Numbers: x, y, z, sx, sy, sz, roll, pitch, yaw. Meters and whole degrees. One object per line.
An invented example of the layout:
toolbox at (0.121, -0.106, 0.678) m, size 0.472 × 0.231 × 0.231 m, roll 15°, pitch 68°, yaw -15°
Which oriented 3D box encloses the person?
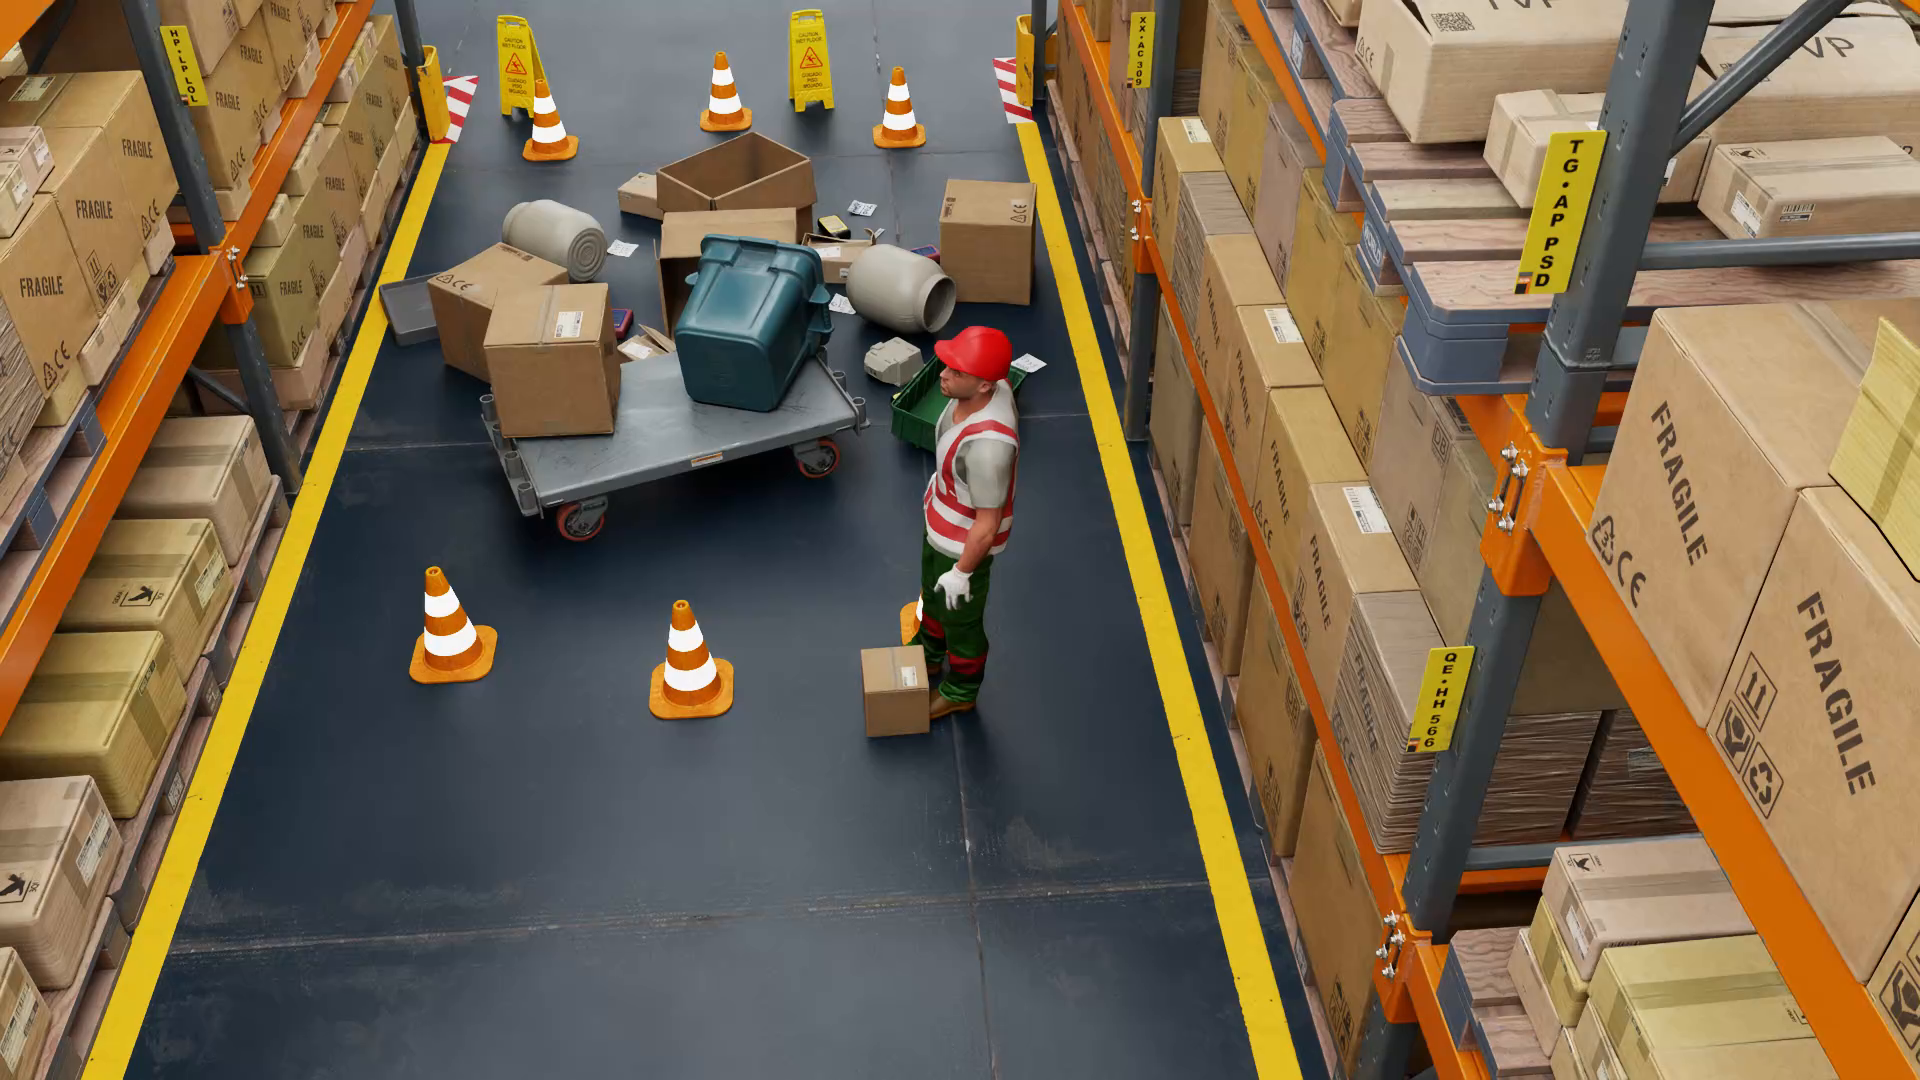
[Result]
person at (-0.069, -0.039, 6.168) m, size 0.565 × 1.787 × 0.638 m, roll -3°, pitch 39°, yaw -4°
